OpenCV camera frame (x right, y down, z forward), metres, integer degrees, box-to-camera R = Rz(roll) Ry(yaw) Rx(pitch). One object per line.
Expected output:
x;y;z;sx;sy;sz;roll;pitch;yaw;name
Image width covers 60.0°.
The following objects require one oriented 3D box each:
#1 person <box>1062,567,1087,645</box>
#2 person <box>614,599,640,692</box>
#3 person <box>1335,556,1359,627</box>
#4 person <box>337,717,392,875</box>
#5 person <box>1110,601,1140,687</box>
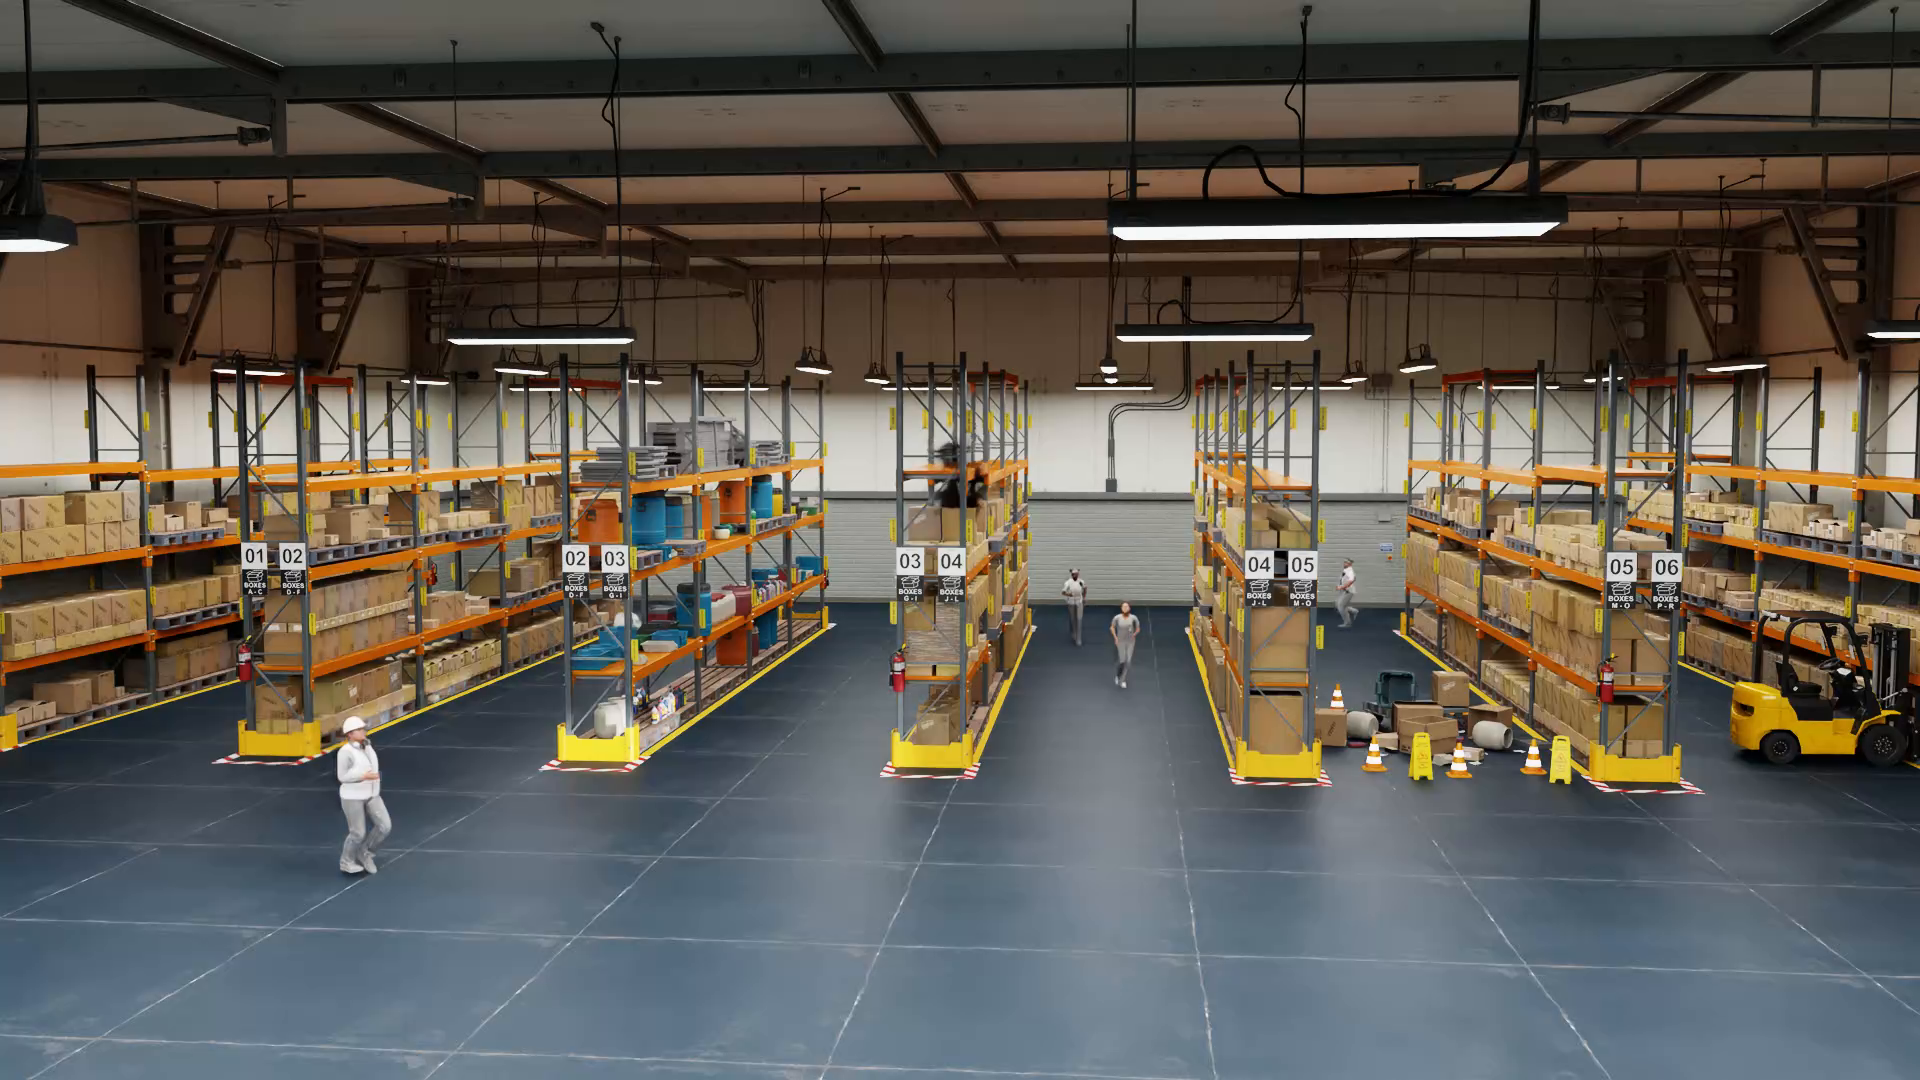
2.590;1.467;37.623;0.577;1.717;0.905;0;4;3;person
-6.238;1.956;31.152;0.594;1.753;0.757;0;4;5;person
9.435;1.266;40.529;0.603;1.741;0.675;1;4;9;person
-6.550;2.829;18.290;0.658;1.779;0.641;2;4;23;person
3.118;1.965;31.236;0.551;1.637;0.558;0;4;0;person
